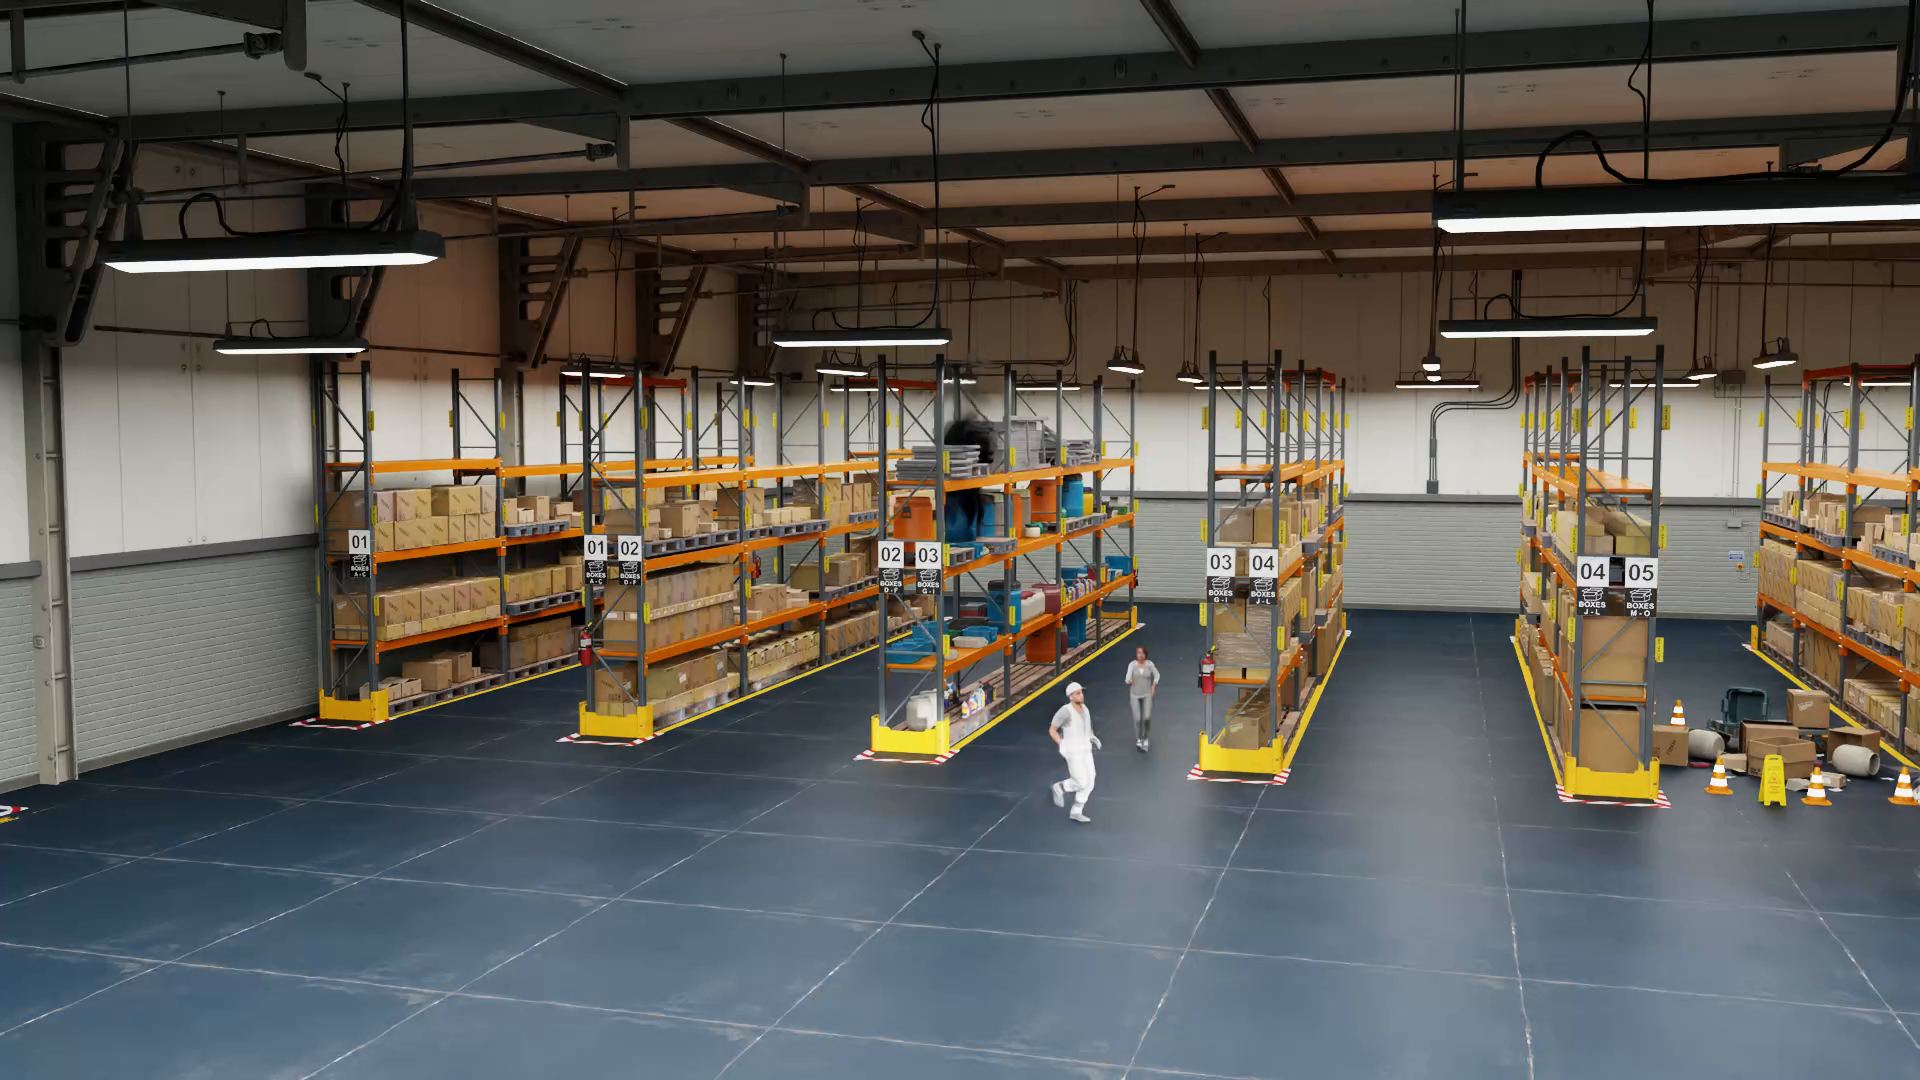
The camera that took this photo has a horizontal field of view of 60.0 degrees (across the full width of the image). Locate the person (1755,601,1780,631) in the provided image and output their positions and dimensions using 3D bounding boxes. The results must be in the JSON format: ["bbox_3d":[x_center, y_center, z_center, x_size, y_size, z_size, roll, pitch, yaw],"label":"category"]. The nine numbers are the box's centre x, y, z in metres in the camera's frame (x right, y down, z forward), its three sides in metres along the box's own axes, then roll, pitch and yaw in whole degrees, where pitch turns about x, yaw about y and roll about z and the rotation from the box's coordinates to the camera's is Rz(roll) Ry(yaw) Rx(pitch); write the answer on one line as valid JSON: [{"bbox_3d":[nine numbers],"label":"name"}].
[{"bbox_3d":[18.352,1.460,37.672,0.769,1.721,0.587,-3,5,-36],"label":"person"}]

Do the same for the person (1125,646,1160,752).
[{"bbox_3d":[2.758,2.407,25.216,0.515,1.604,0.625,1,4,9],"label":"person"}]

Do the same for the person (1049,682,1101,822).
[{"bbox_3d":[1.447,2.651,20.874,0.669,1.737,0.596,-4,6,-43],"label":"person"}]
